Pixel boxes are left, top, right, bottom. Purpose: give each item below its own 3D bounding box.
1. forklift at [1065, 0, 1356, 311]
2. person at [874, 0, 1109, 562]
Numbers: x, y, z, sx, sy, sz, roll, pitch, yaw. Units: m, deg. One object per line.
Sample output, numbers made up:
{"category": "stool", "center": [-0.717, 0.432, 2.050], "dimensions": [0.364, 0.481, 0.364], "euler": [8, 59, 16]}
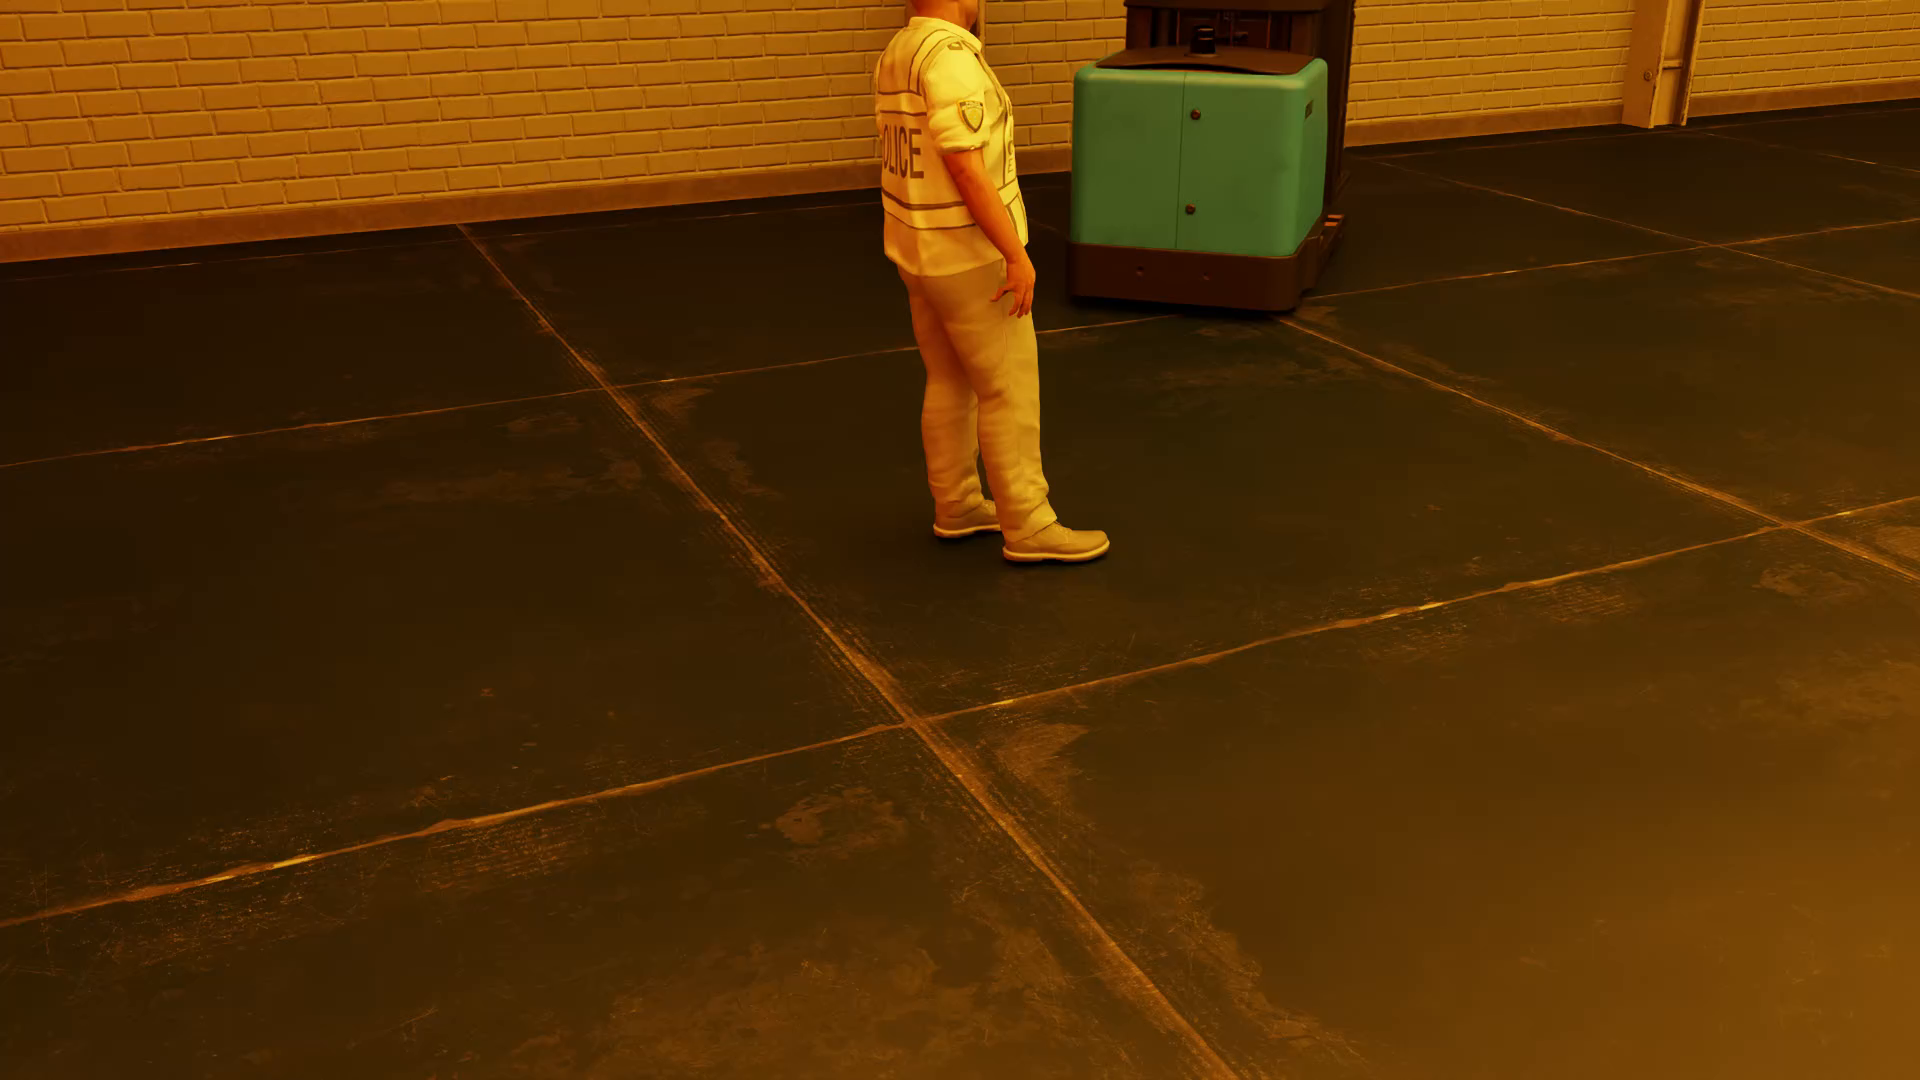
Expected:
{"category": "forklift", "center": [1.439, -2.901, 8.270], "dimensions": [1.130, 2.935, 3.031], "euler": [7, 24, 17]}
{"category": "person", "center": [0.075, -0.837, 4.783], "dimensions": [0.575, 1.779, 0.640], "euler": [-10, 25, -23]}
